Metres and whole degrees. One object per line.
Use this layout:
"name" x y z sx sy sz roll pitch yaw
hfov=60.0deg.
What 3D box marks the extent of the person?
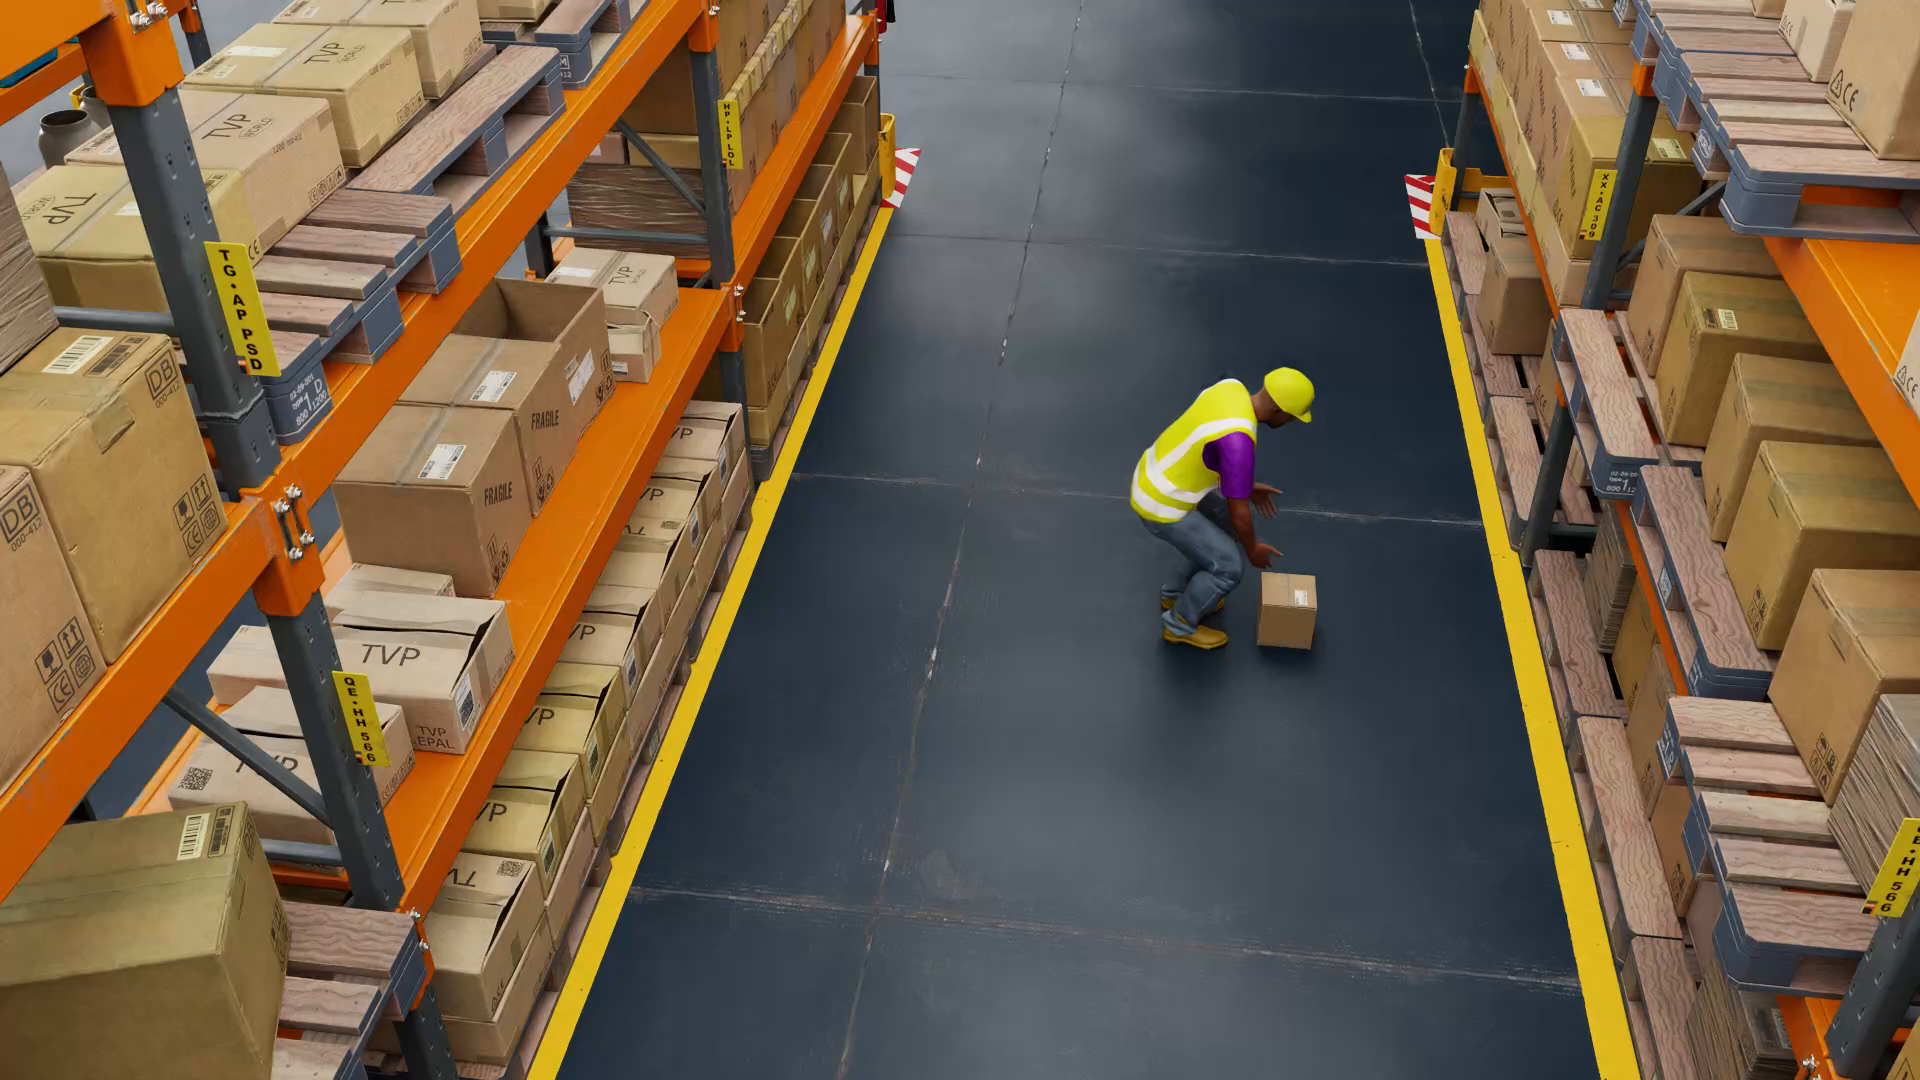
"person" 1.160 -0.188 7.590 0.763 1.403 0.631 5 36 7
